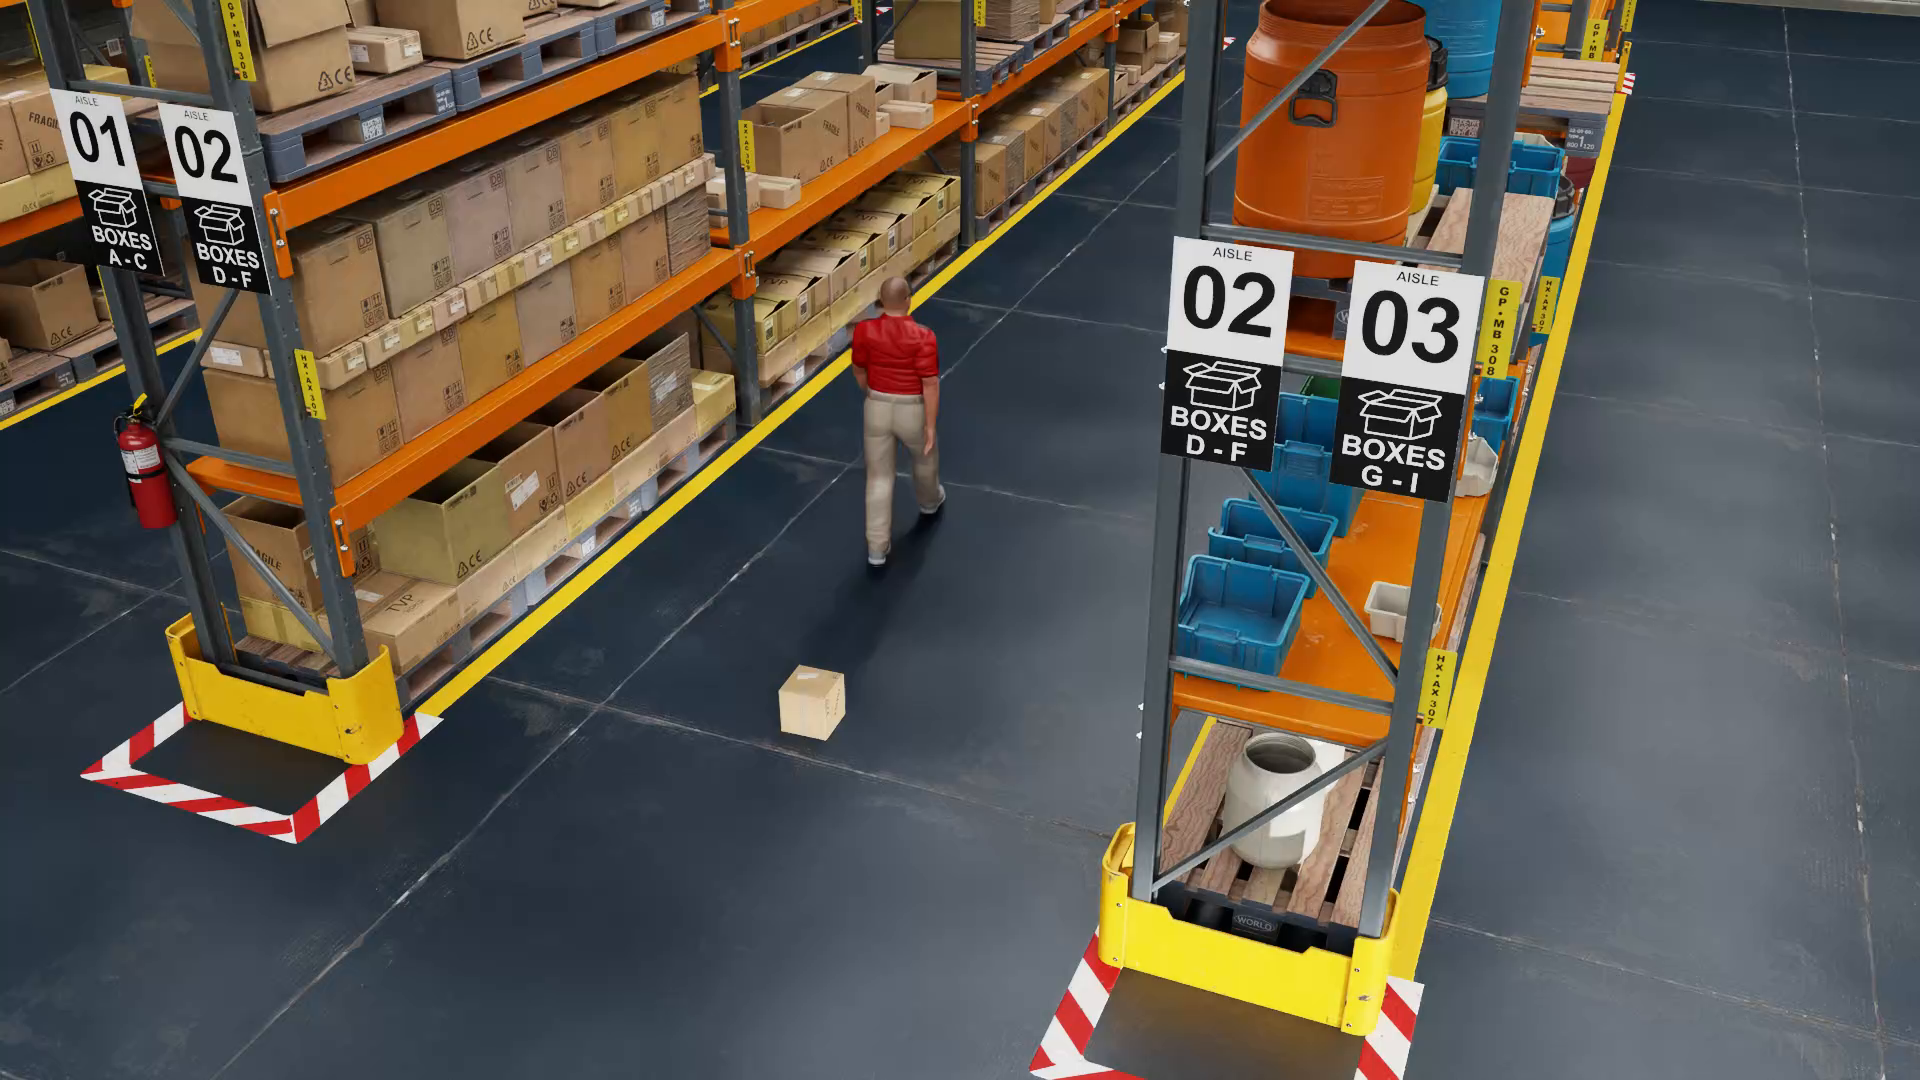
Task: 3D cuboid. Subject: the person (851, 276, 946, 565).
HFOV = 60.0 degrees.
[{"bbox_3d":[-0.351,-0.792,9.792,0.548,1.662,1.043,5,30,9],"label":"person"}]
